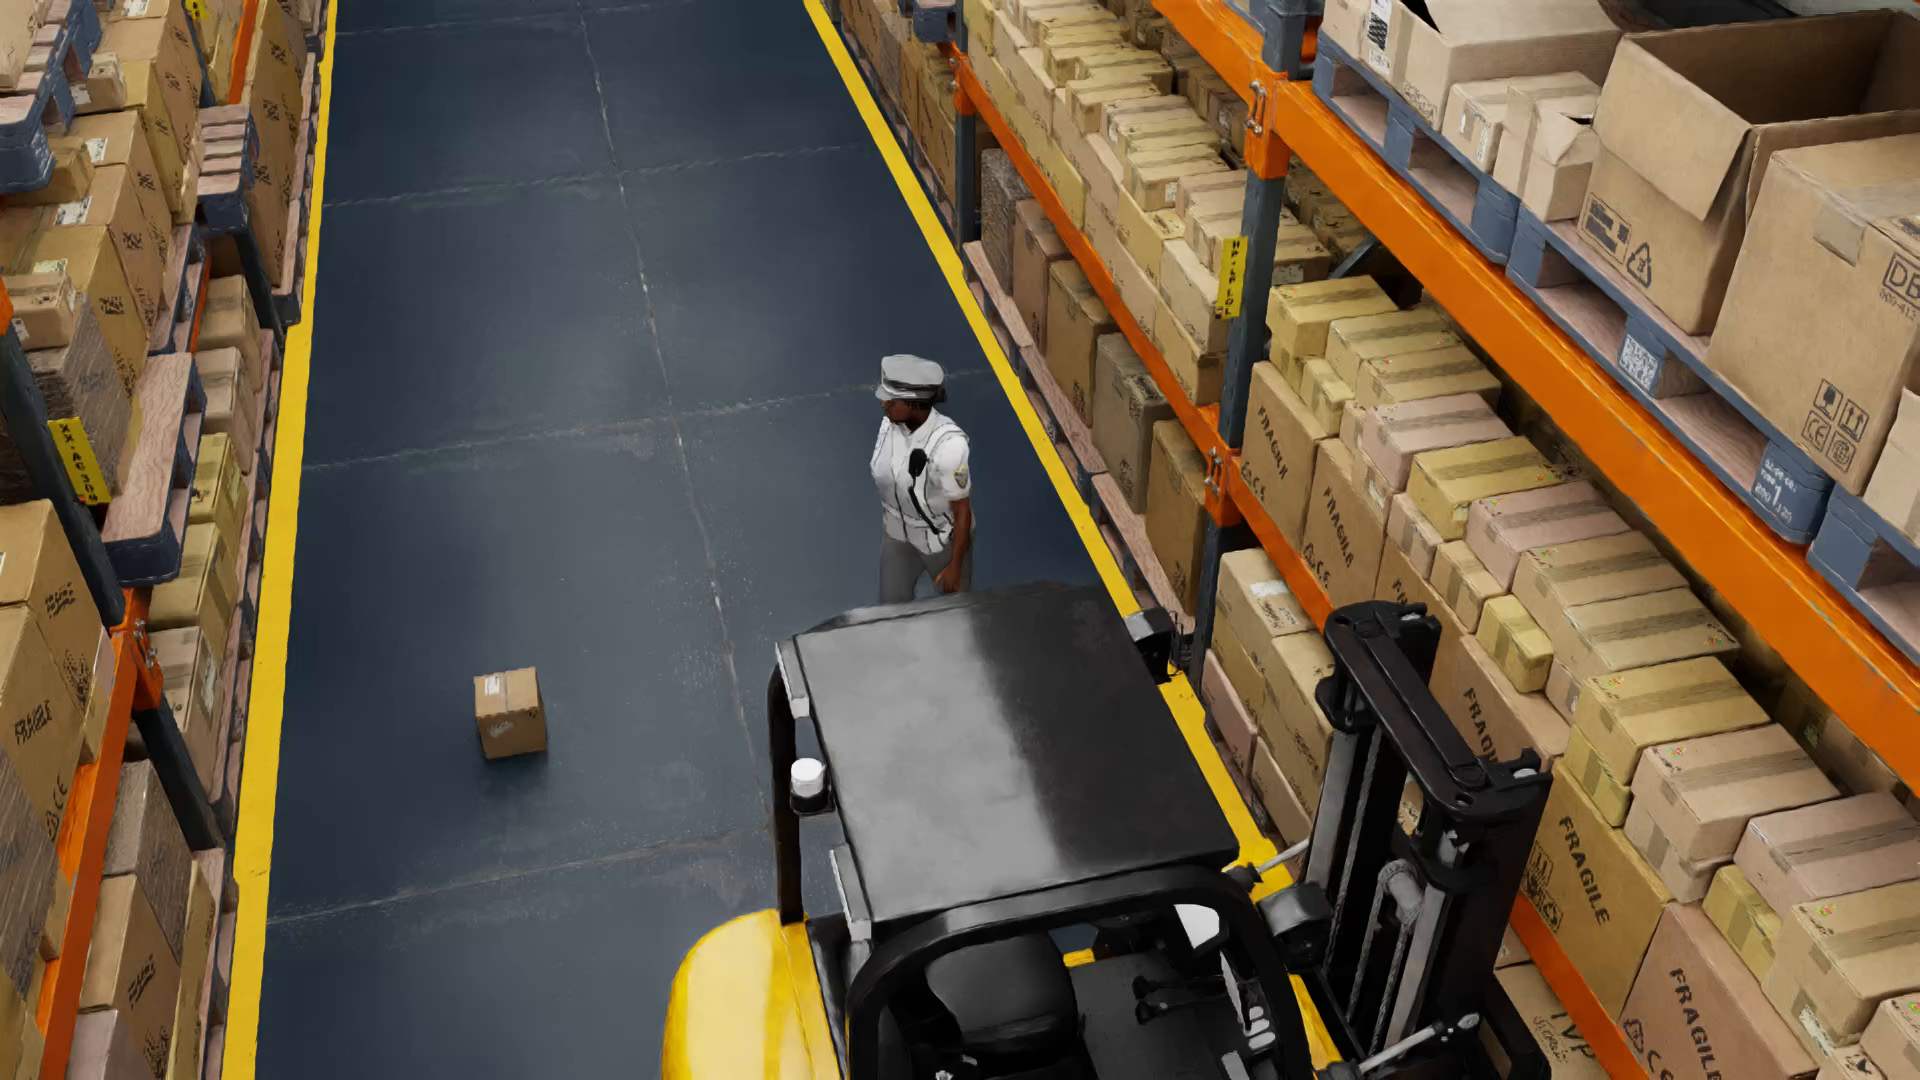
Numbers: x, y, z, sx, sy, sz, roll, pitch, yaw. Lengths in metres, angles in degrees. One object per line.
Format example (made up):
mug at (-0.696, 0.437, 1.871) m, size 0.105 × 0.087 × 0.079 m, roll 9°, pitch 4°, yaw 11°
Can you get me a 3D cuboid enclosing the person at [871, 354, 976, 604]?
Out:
person at (-0.120, 0.001, 6.745) m, size 0.488 × 1.725 × 0.445 m, roll 27°, pitch 46°, yaw 30°
